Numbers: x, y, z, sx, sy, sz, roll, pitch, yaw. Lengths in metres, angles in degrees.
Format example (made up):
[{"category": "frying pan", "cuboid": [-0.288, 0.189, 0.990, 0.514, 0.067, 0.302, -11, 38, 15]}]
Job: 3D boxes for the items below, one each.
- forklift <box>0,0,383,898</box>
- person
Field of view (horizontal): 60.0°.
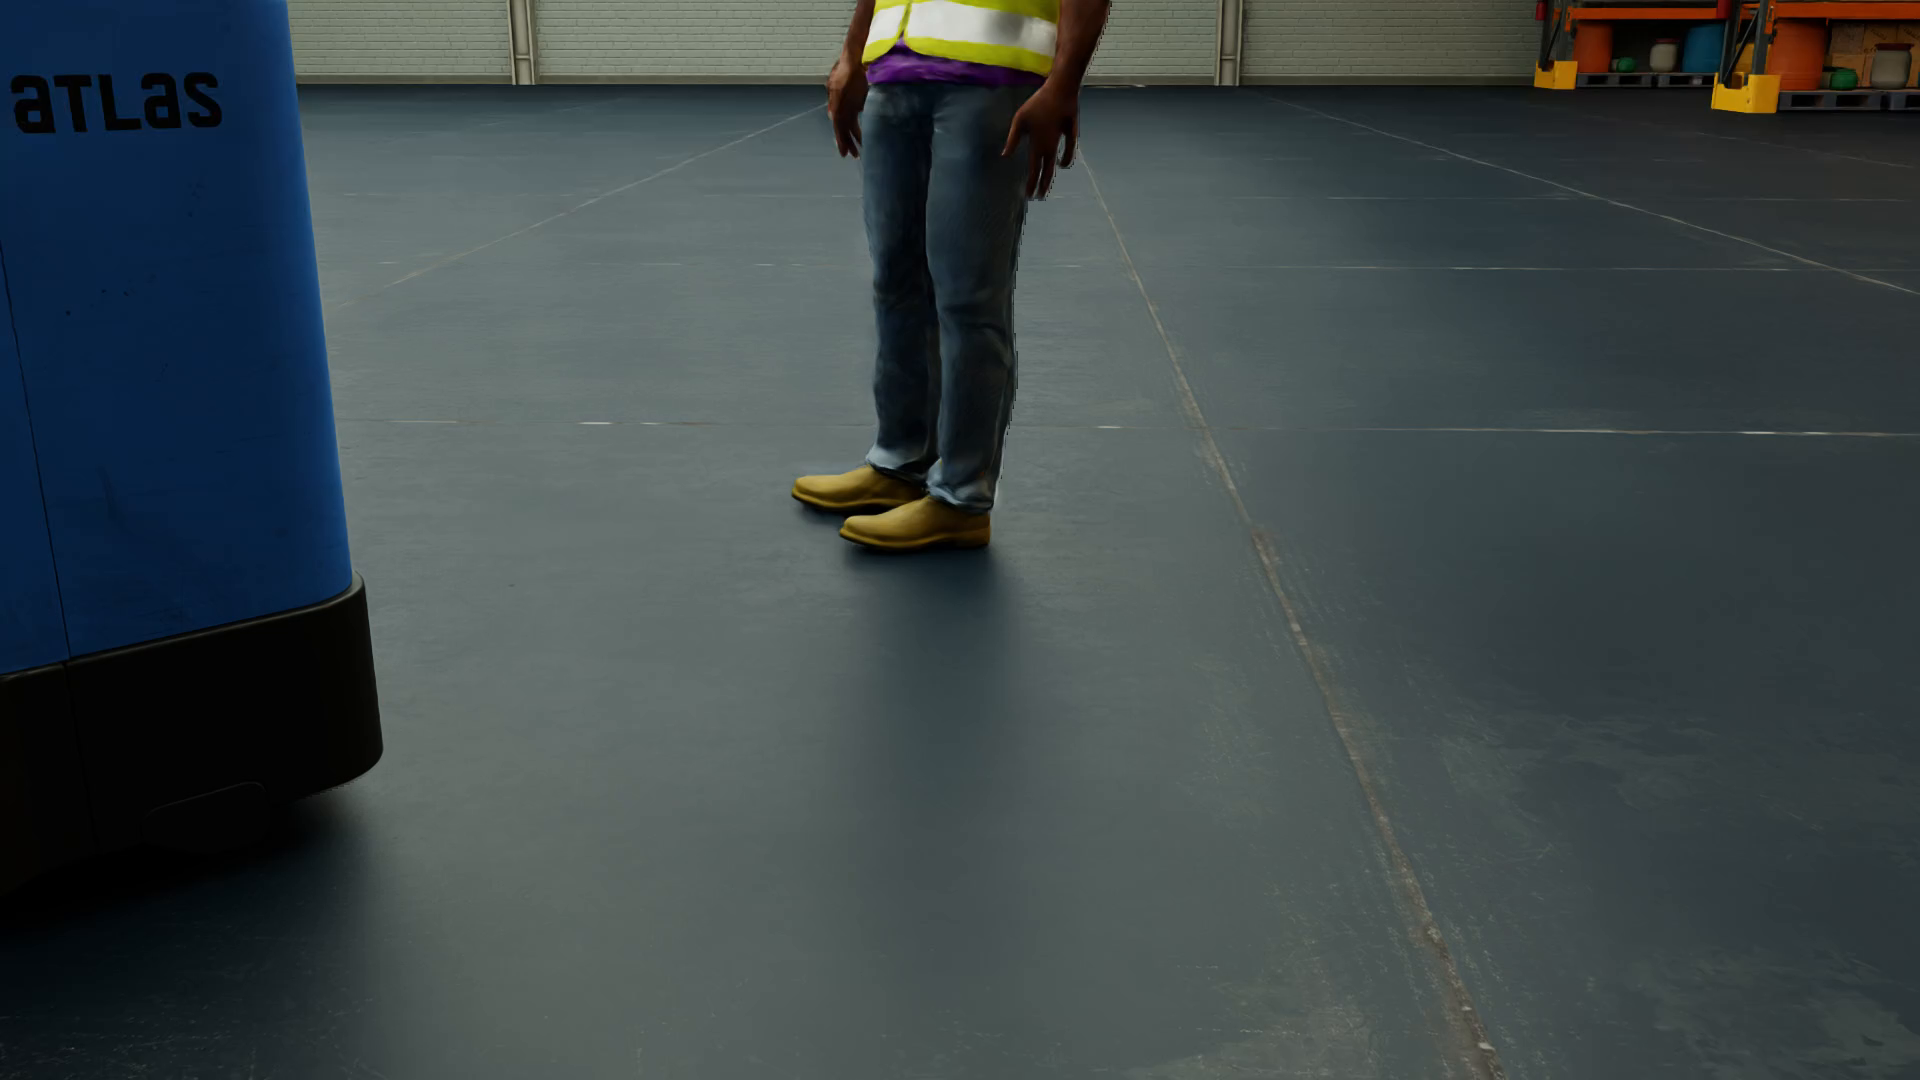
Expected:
[{"category": "forklift", "cuboid": [-2.206, -0.857, 1.188, 3.031, 2.935, 1.130, -15, 22, -39]}, {"category": "person", "cuboid": [-0.041, -0.856, 3.137, 0.444, 1.768, 0.765, -14, 22, -39]}]
